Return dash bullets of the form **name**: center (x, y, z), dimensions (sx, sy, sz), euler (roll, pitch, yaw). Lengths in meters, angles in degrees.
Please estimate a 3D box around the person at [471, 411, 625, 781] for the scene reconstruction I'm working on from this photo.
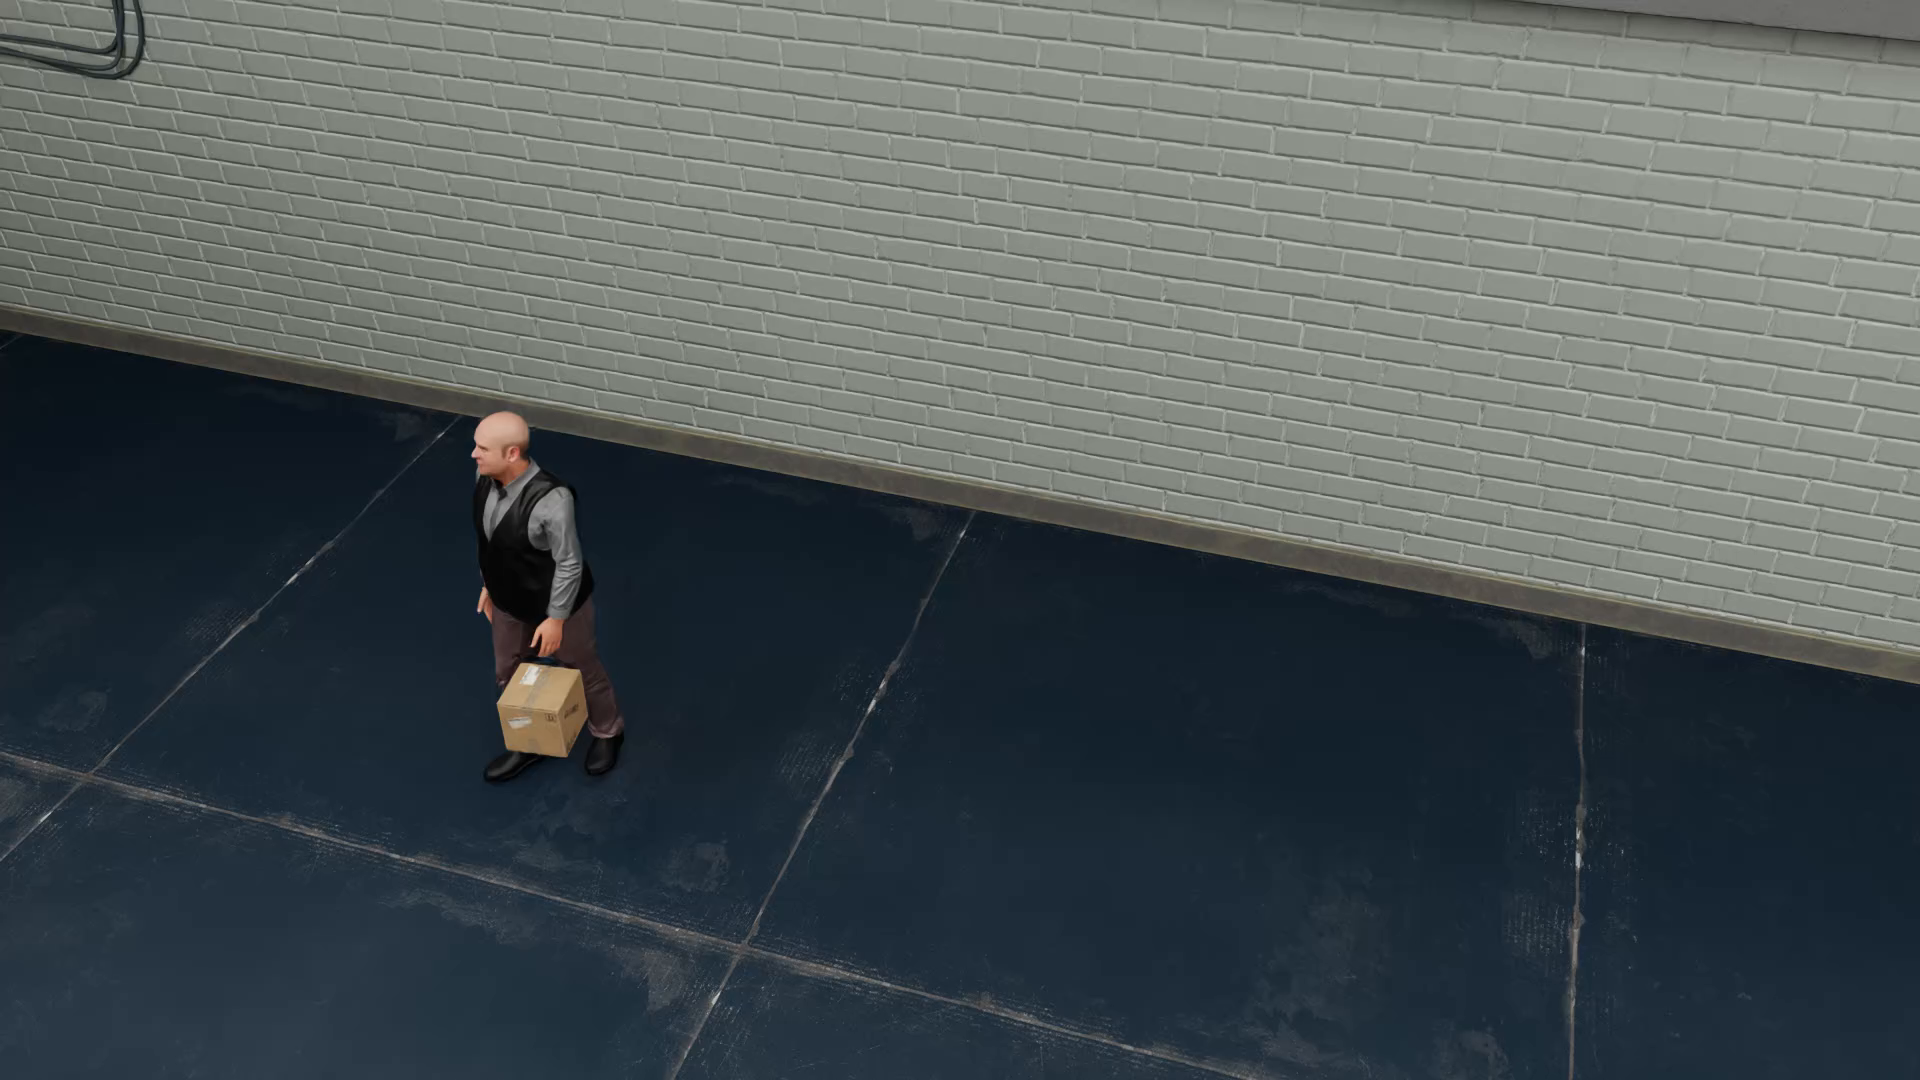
- **person**: center (-1.682, 0.257, 6.566), dimensions (0.549, 1.725, 0.564), euler (23, 43, 28)
